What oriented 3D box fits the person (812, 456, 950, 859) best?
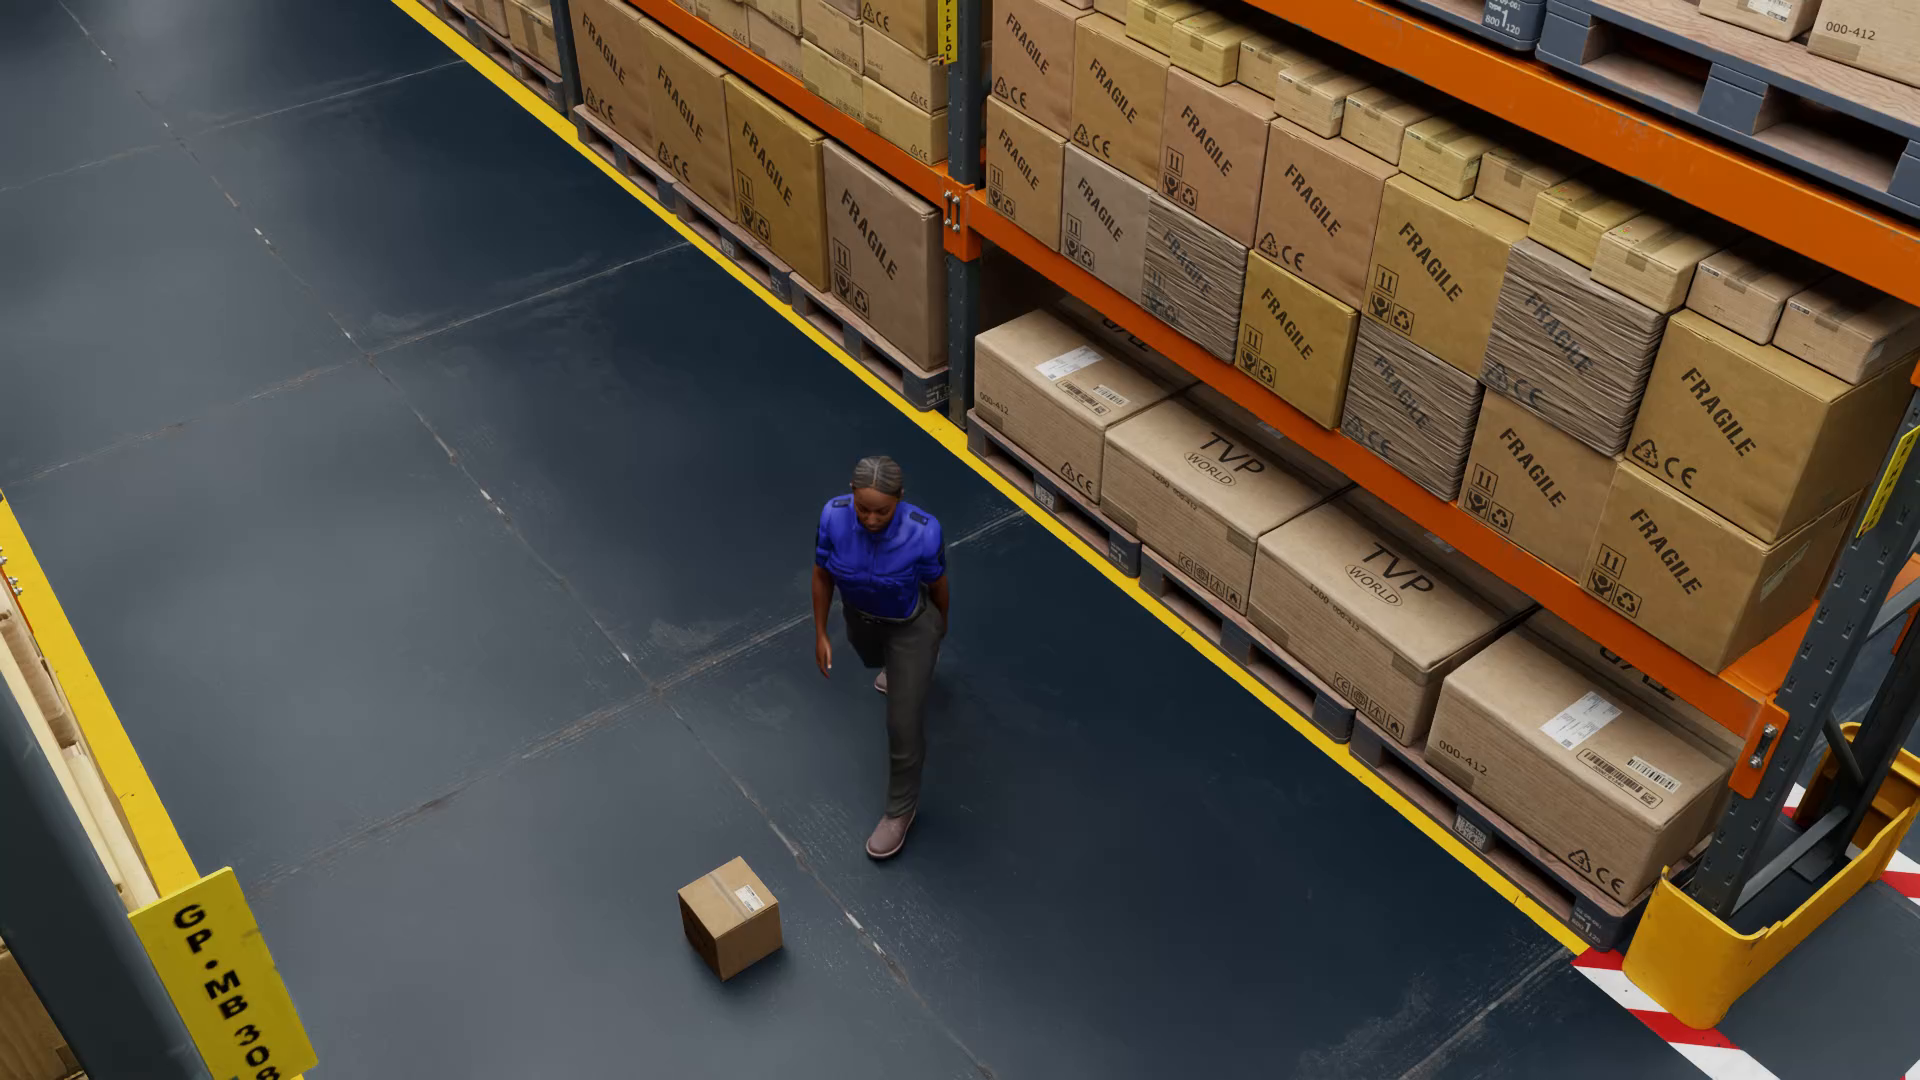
[{"bbox_3d":[-0.244,0.236,5.893,0.476,1.607,0.964,17,43,19],"label":"person"}]
